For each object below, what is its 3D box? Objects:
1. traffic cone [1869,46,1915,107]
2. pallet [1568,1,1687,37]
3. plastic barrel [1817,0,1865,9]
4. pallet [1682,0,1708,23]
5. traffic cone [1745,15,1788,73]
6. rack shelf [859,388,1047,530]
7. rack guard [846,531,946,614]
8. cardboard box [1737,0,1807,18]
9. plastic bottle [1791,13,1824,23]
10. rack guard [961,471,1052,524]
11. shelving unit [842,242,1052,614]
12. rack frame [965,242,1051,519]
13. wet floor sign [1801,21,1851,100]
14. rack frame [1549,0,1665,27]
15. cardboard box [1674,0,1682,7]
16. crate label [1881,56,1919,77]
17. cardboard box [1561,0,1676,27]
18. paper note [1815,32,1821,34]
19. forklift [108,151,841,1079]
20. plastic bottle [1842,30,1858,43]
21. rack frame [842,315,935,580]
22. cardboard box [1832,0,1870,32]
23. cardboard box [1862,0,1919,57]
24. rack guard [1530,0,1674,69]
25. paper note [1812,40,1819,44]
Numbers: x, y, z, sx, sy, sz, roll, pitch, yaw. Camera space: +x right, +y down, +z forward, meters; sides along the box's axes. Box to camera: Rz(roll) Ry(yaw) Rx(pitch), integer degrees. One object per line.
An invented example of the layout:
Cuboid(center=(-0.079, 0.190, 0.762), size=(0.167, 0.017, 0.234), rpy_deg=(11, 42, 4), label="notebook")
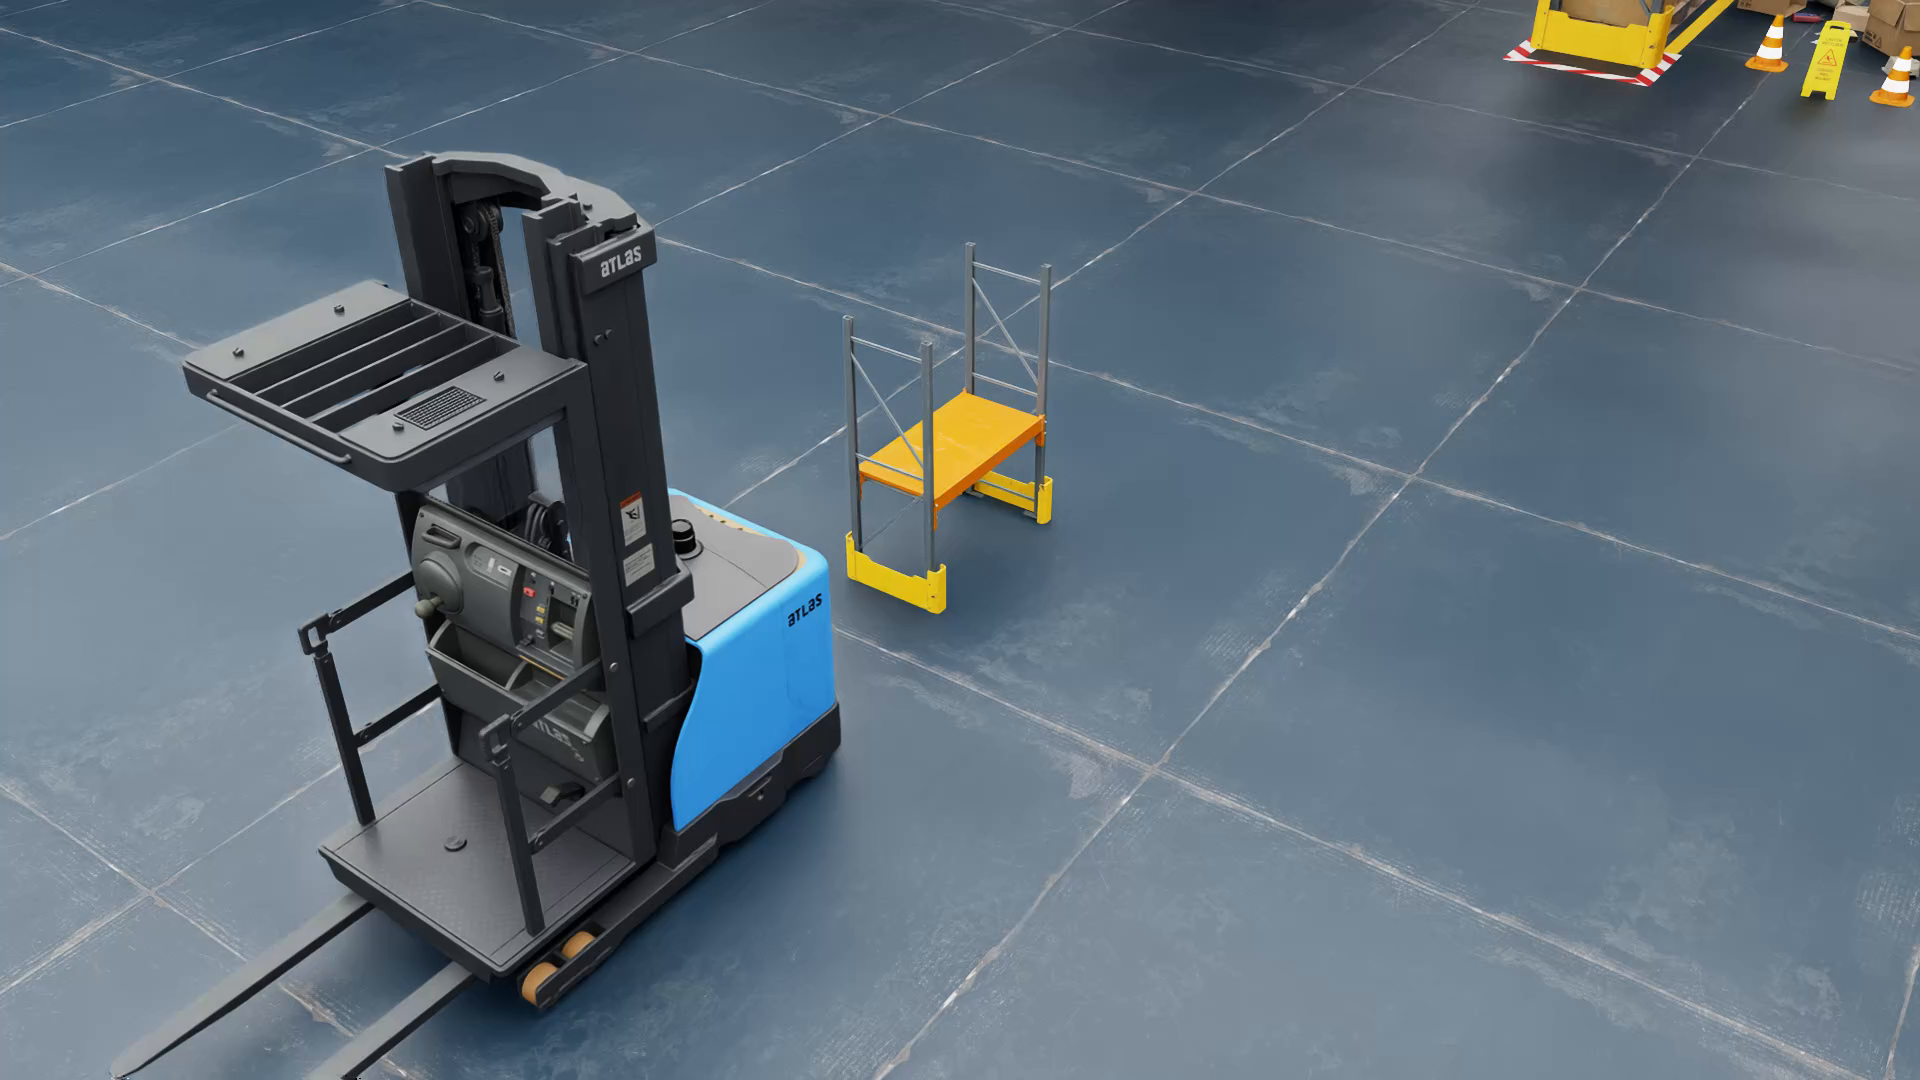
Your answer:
Cuboid(center=(8.223, -4.079, 14.544), size=(0.336, 0.463, 0.334), rpy_deg=(21, 39, 28), label="traffic cone")
Cuboid(center=(6.411, -5.094, 16.270), size=(1.003, 0.211, 1.213), rpy_deg=(21, 39, 28), label="pallet")
Cuboid(center=(8.914, -5.618, 16.855), size=(0.421, 0.421, 0.512), rpy_deg=(-9, 35, -13), label="plastic barrel")
Cuboid(center=(7.107, -5.653, 17.097), size=(1.003, 0.211, 1.213), rpy_deg=(21, 39, 28), label="pallet")
Cuboid(center=(7.489, -4.596, 15.309), size=(0.336, 0.463, 0.334), rpy_deg=(21, 39, 28), label="traffic cone")
Cuboid(center=(-0.049, -0.433, 8.548), size=(0.538, 0.185, 1.000), rpy_deg=(21, 39, 28), label="rack shelf")
Cuboid(center=(-0.327, 0.161, 8.465), size=(0.587, 0.250, 0.087), rpy_deg=(21, 39, 28), label="rack guard")
Cuboid(center=(8.258, -5.620, 16.788), size=(0.500, 0.500, 0.500), rpy_deg=(29, 44, 36), label="cardboard box")
Cuboid(center=(8.443, -5.197, 16.556), size=(0.283, 0.061, 0.133), rpy_deg=(8, 35, 12), label="plastic bottle")
Cuboid(center=(0.240, -0.298, 9.143), size=(0.587, 0.250, 0.087), rpy_deg=(21, 39, 28), label="rack guard")
Cuboid(center=(-0.043, -0.586, 8.454), size=(0.587, 1.500, 1.083), rpy_deg=(21, 39, 28), label="shelving unit")
Cuboid(center=(0.241, -0.816, 8.793), size=(0.500, 1.500, 0.032), rpy_deg=(21, 39, 28), label="rack frame")
Cuboid(center=(7.630, -4.235, 14.612), size=(0.267, 0.644, 0.232), rpy_deg=(14, 37, 20), label="wet floor sign")
Cuboid(center=(6.019, -5.856, 14.908), size=(1.000, 3.000, 0.127), rpy_deg=(21, 39, 28), label="rack frame")
Cuboid(center=(6.852, -5.889, 16.478), size=(0.875, 0.875, 0.875), rpy_deg=(21, 39, 27), label="cardboard box")
Cuboid(center=(8.621, -4.325, 15.200), size=(0.250, 0.136, 0.298), rpy_deg=(3, 34, 4), label="crate label")
Cuboid(center=(6.352, -5.483, 15.878), size=(0.875, 0.875, 0.875), rpy_deg=(21, 40, 28), label="cardboard box")
Cuboid(center=(8.400, -4.948, 16.233), size=(0.123, 0.001, 0.032), rpy_deg=(-15, 37, -21), label="paper note")
Cuboid(center=(-1.809, 0.246, 5.946), size=(1.130, 2.935, 3.031), rpy_deg=(22, 40, 29), label="forklift")
Cuboid(center=(8.595, -4.889, 16.100), size=(0.133, 0.061, 0.283), rpy_deg=(8, 35, 12), label="plastic bottle")
Cuboid(center=(-0.338, -0.348, 8.101), size=(0.500, 1.500, 0.032), rpy_deg=(21, 39, 28), label="rack frame")
Cuboid(center=(8.833, -5.185, 16.356), size=(0.396, 0.266, 0.258), rpy_deg=(29, 44, 36), label="cardboard box")
Cuboid(center=(9.065, -4.905, 15.729), size=(0.797, 0.503, 0.637), rpy_deg=(-3, 34, -4), label="cardboard box")
Cuboid(center=(6.006, -4.810, 15.592), size=(1.175, 0.500, 0.348), rpy_deg=(21, 39, 28), label="rack guard")
Cuboid(center=(8.285, -4.786, 15.977), size=(0.142, 0.017, 0.144), rpy_deg=(-22, 40, -29), label="paper note")
